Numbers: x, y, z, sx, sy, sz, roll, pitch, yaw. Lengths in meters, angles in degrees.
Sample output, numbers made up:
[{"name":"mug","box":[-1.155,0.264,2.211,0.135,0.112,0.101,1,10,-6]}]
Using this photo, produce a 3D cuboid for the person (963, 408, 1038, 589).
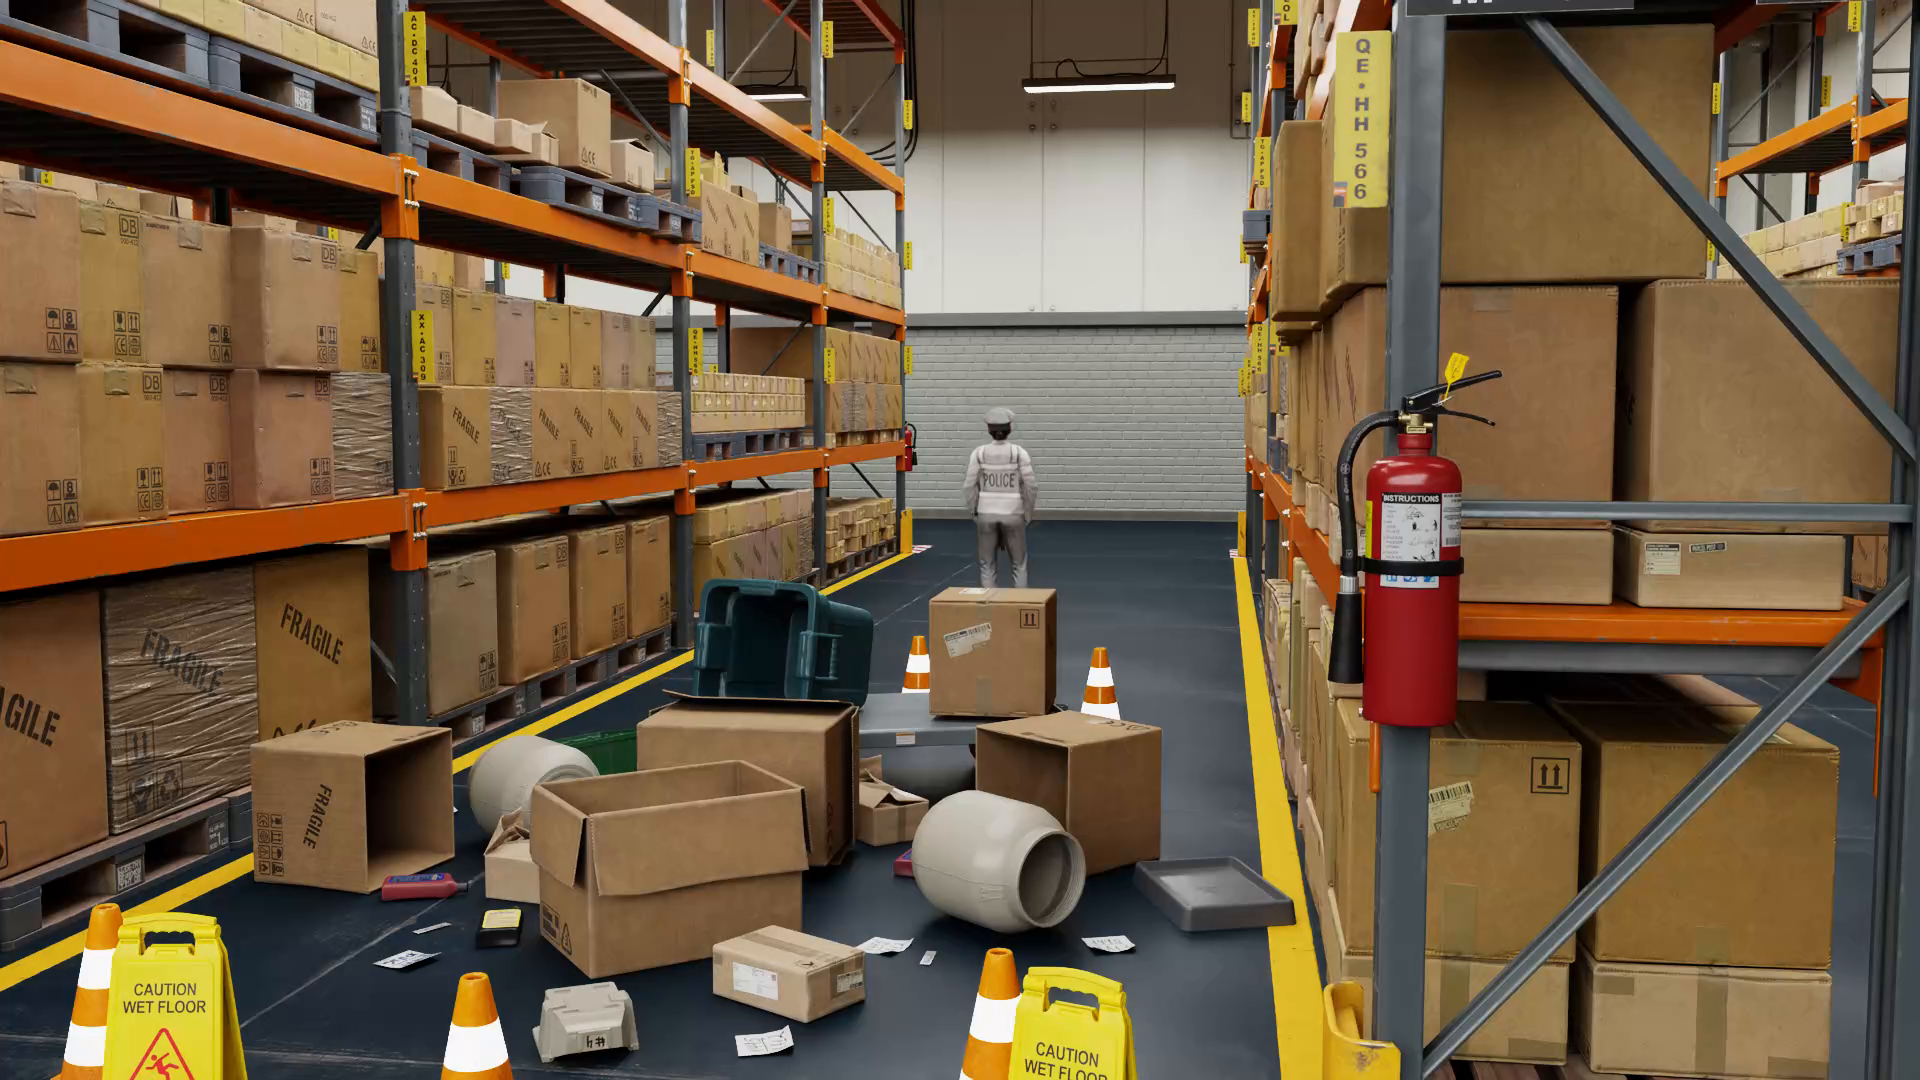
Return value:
[{"name":"person","box":[0.313,-0.163,12.705,0.568,1.694,0.387,1,5,9]}]
